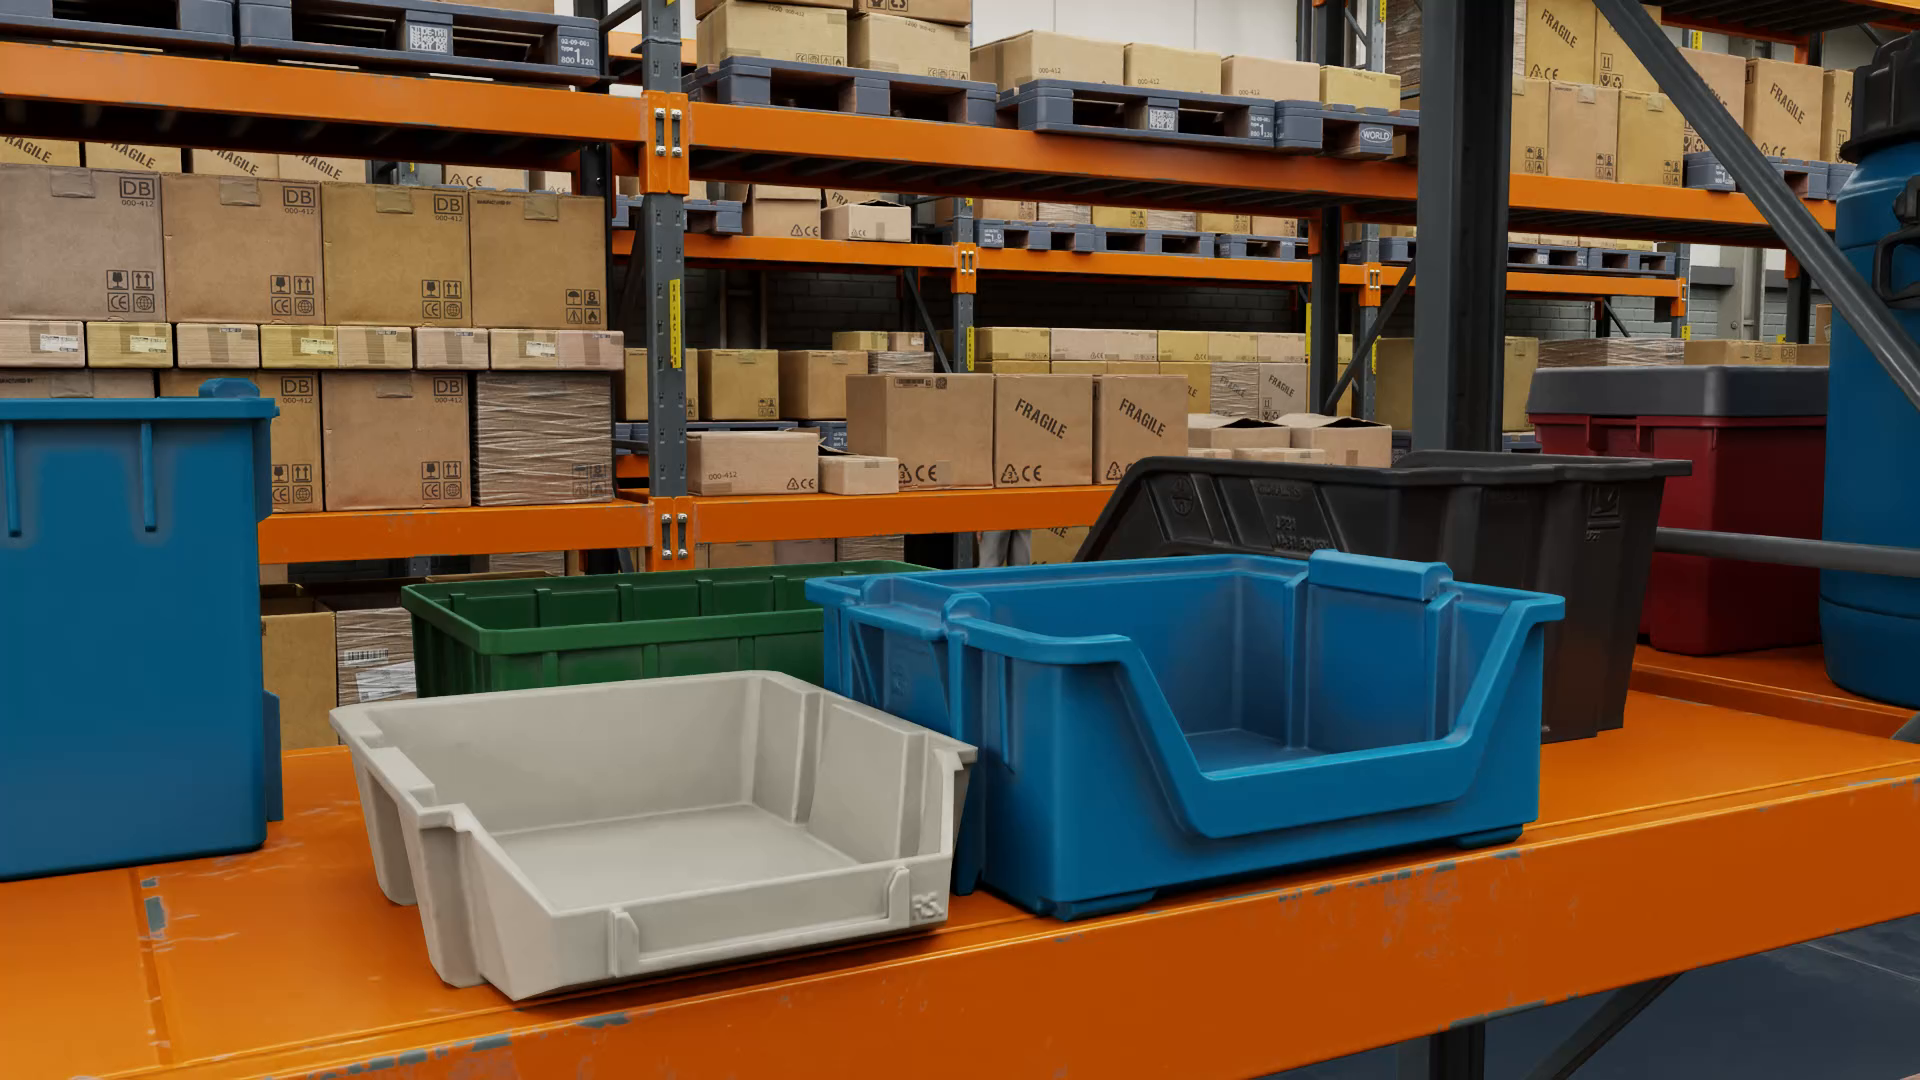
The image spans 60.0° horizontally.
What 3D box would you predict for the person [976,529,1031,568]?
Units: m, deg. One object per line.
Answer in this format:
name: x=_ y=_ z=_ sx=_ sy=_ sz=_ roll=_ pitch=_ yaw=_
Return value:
person: x=0.307 y=-0.098 z=11.127 sx=0.438 sy=1.668 sz=0.349 roll=-3 pitch=6 yaw=-27
